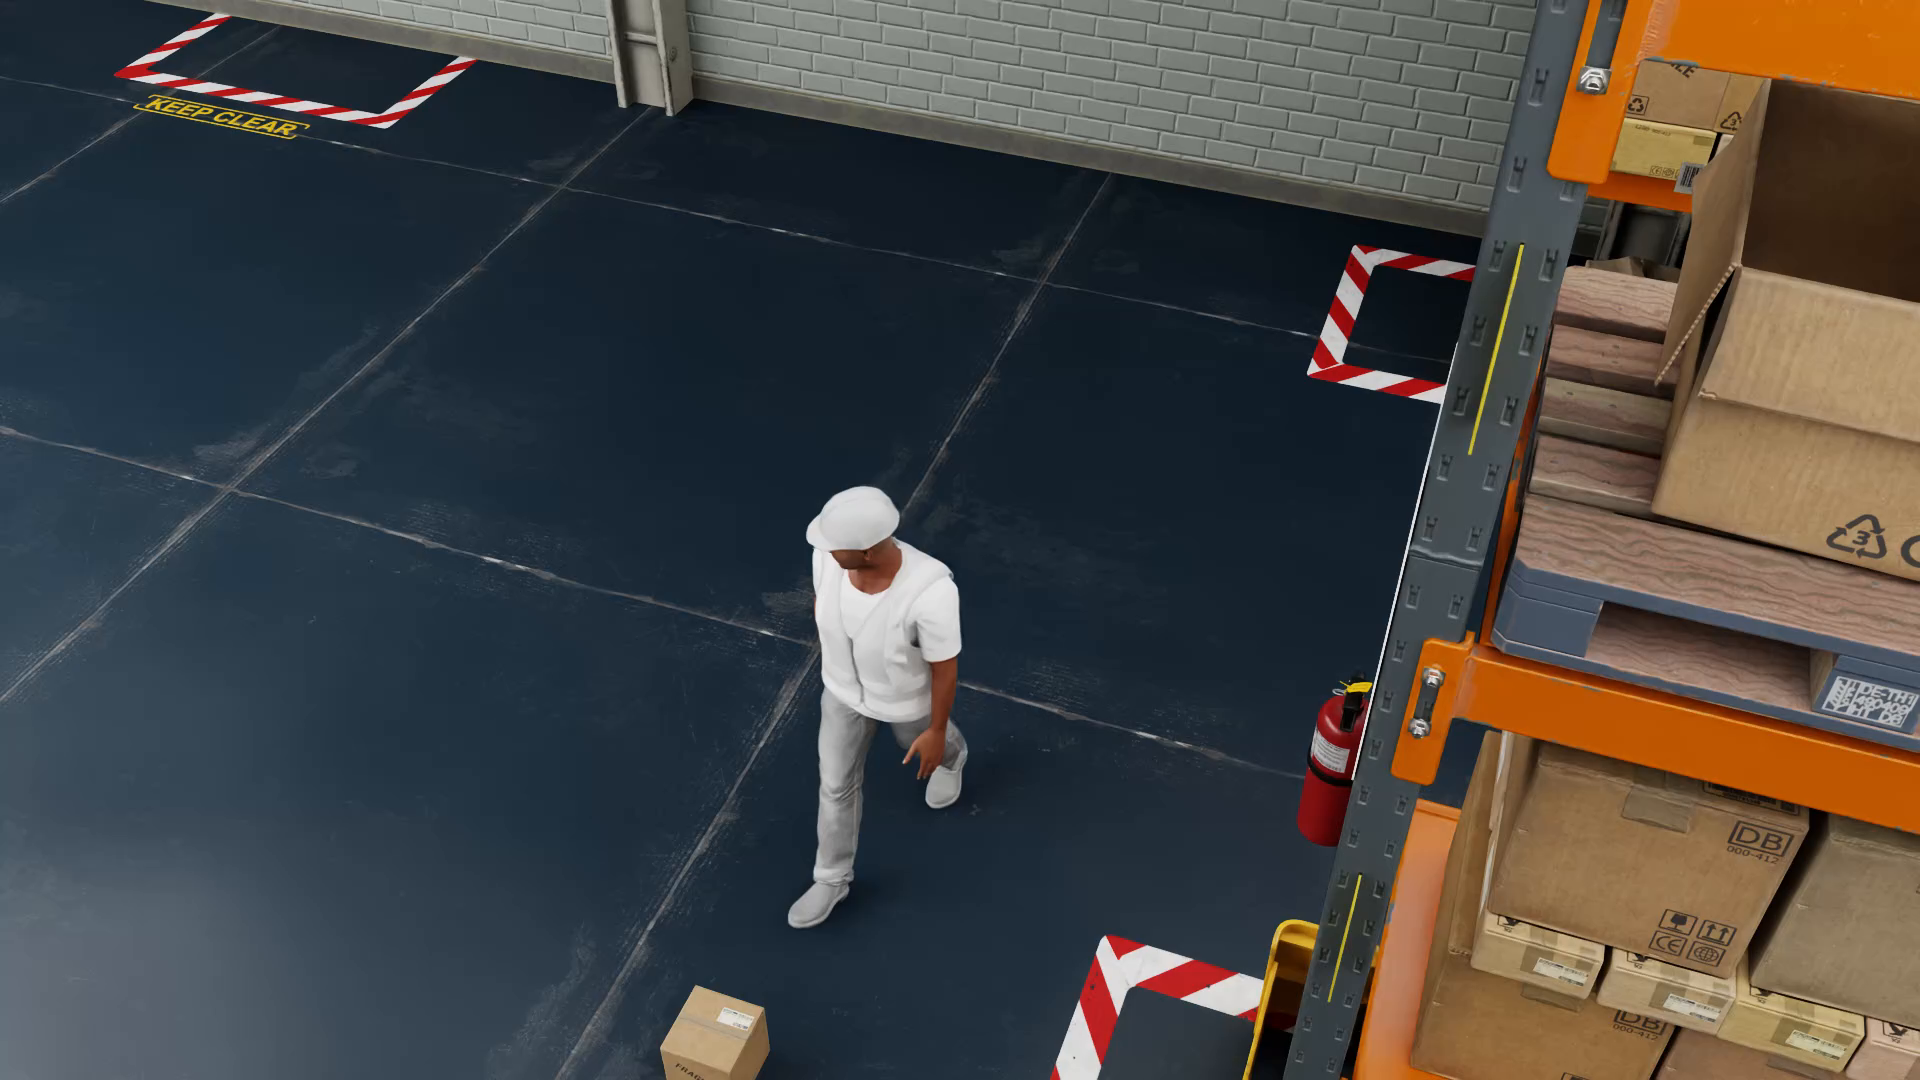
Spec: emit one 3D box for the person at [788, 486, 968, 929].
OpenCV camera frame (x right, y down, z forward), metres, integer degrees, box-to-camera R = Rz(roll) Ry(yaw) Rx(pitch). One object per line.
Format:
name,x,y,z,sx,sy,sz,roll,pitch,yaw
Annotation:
person,-0.264,0.498,5.581,0.584,1.740,0.999,17,44,18
